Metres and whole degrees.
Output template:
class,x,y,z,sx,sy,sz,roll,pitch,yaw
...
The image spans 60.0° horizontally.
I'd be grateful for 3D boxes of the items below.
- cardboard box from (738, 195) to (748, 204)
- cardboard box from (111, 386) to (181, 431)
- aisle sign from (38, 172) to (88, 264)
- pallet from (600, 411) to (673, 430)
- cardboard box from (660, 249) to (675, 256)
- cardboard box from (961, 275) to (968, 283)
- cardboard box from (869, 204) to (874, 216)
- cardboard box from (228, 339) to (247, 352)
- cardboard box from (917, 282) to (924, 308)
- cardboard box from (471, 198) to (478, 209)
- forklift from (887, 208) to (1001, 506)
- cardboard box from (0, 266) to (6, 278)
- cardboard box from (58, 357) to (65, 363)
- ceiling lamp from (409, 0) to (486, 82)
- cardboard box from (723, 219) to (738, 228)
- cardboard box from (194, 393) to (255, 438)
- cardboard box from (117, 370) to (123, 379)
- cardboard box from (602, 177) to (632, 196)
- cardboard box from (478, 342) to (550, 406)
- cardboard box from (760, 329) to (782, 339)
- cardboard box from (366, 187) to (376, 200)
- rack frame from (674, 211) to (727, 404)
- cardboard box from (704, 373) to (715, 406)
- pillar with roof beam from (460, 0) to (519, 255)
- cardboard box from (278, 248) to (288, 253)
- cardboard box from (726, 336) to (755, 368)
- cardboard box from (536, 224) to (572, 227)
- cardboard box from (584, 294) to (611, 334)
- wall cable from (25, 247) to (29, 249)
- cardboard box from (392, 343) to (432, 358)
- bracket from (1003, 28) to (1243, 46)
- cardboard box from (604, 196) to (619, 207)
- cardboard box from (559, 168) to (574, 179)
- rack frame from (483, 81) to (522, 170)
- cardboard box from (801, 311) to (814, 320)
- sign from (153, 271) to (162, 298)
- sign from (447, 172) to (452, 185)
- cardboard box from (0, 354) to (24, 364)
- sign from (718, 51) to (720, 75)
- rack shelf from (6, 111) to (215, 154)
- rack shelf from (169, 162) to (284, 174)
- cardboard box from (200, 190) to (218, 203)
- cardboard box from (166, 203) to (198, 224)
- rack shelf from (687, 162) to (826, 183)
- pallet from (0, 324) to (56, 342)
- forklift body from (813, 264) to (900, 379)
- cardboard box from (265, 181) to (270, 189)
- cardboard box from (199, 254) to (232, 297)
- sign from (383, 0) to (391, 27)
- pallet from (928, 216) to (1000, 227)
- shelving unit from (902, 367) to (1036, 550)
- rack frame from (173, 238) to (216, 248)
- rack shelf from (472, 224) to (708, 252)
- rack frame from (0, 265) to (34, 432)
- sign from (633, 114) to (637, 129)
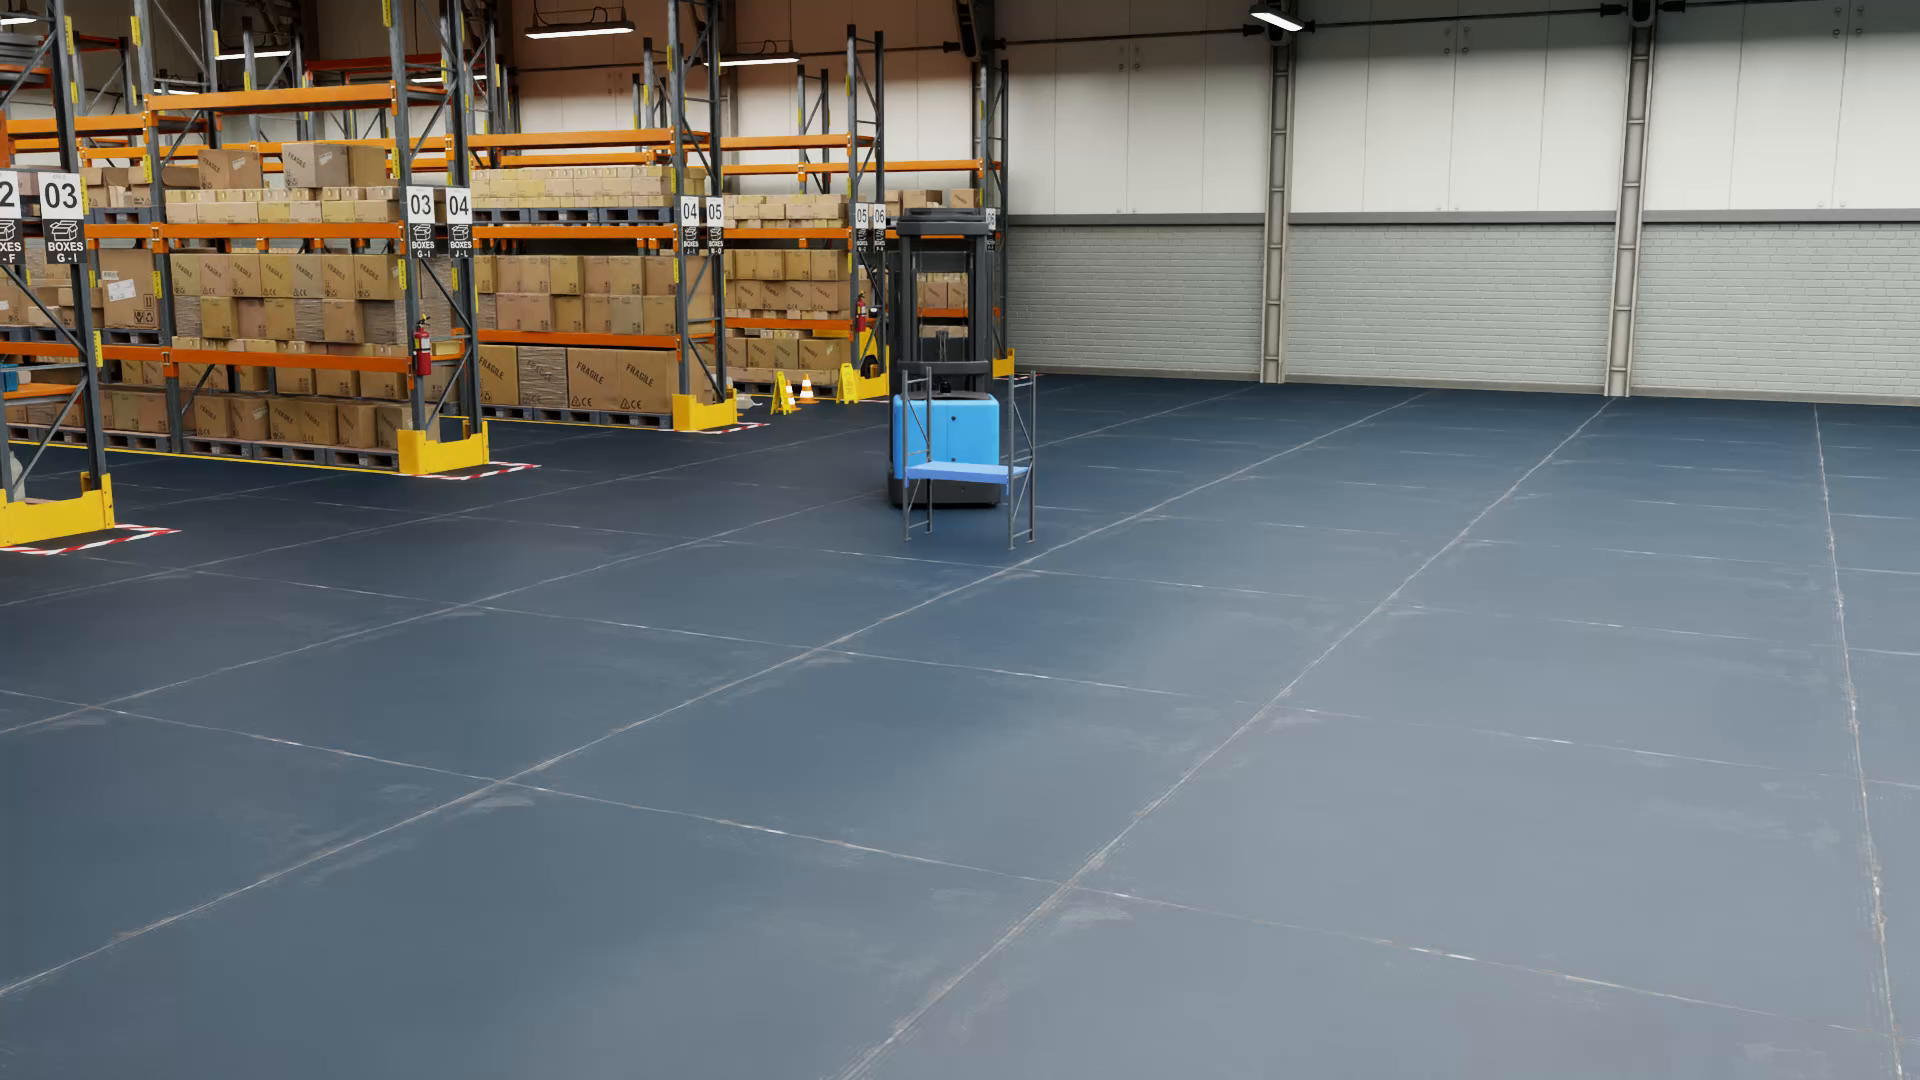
class,x,y,z,sx,sy,sz,roll,pitch,yaw
cardboard box,-3.554,-5.763,28.195,0.250,0.149,0.380,5,12,27
cardboard box,-10.468,-1.701,21.489,0.500,0.500,0.700,5,11,25
aisle sign,-7.918,-2.836,14.678,0.004,0.787,0.394,5,11,26
pallet,-4.387,-1.769,23.914,1.213,0.211,1.003,5,11,26
cardboard box,-4.824,-4.823,29.033,0.500,0.500,0.700,5,11,25
cardboard box,0.222,-5.034,32.017,0.250,0.149,0.380,5,11,27
cardboard box,-1.733,-6.498,32.706,0.258,0.266,0.396,5,11,24
cardboard box,-8.559,-2.352,20.008,0.250,0.149,0.380,5,11,26
cardboard box,-0.821,-4.811,32.611,0.500,0.500,0.500,5,11,25
cardboard box,-7.047,-4.931,24.378,0.250,0.149,0.380,5,11,25
forklift,-0.214,-2.001,17.559,1.130,2.935,3.031,-1,10,-4
cardboard box,-16.787,-4.878,29.338,0.500,0.500,0.500,5,11,25
cardboard box,-15.502,-3.185,29.060,0.250,0.149,0.380,5,12,28
ceiling lamp,-10.325,-11.035,34.046,2.000,3.185,0.800,5,11,26
cardboard box,-3.835,-5.378,28.304,0.250,0.149,0.380,5,11,25
cardboard box,-9.167,-1.561,20.771,0.500,0.500,0.500,5,11,24
cardboard box,-14.581,-2.920,29.270,0.250,0.149,0.380,4,11,23
cardboard box,-4.646,-4.929,23.245,0.500,0.250,0.500,5,11,26
cardboard box,-6.690,-2.507,24.944,0.875,0.875,0.875,5,11,27
cardboard box,-3.188,-3.512,28.329,0.250,0.149,0.380,6,12,28
cardboard box,-6.489,-3.916,18.826,0.250,0.149,0.380,5,11,24
rack frame,-3.636,-3.091,23.386,0.127,3.000,1.000,5,11,26
cardboard box,-4.231,-2.395,26.551,0.637,0.503,0.797,-2,11,-14
pillar with roof beam,-12.235,-8.091,34.170,0.548,9.000,9.100,5,11,26
cardboard box,-13.357,-5.745,33.143,0.250,0.149,0.380,5,11,25
cardboard box,-3.764,-3.256,28.736,0.500,0.500,0.500,6,12,29
cardboard box,-7.330,-5.931,30.366,0.637,0.503,0.797,5,11,26
cardboard box,-4.938,-3.291,24.069,0.550,0.550,0.875,5,11,26
wall cable,-20.951,-6.106,37.106,0.123,1.953,0.585,5,11,26
cardboard box,-6.268,-2.173,19.018,0.250,0.149,0.380,5,11,26
bracket,2.972,-9.311,30.801,4.783,0.066,0.076,5,11,26
cardboard box,-4.766,-4.731,23.273,0.250,0.149,0.380,5,11,26
cardboard box,-5.456,-5.184,23.535,0.250,0.149,0.380,5,11,26
rack frame,-10.104,-8.580,36.871,0.127,3.000,1.000,5,11,26
cardboard box,-2.463,-3.787,27.938,0.250,0.149,0.380,5,11,25
sign,-9.750,-3.103,20.200,0.005,0.325,0.100,5,11,26
sign,-7.454,-5.204,24.304,0.005,0.325,0.100,5,11,26
cardboard box,-13.705,-2.156,23.007,0.875,0.875,1.225,4,11,23
sign,-3.384,-6.669,23.242,0.005,0.325,0.100,5,11,26
rack shelf,-11.301,-5.181,21.231,4.000,0.370,1.077,5,11,26
rack shelf,-14.091,-7.394,33.459,4.000,0.370,1.077,5,11,26
cardboard box,-8.849,-4.111,19.899,0.250,0.149,0.380,5,11,26
cardboard box,-9.218,-3.948,20.119,0.500,0.250,0.500,5,11,24
rack shelf,-4.724,-7.557,34.358,4.000,0.370,1.077,5,11,26
pallet,-12.409,-2.804,22.337,1.003,0.211,1.213,5,11,26
forklift body,-1.851,-4.123,31.472,1.214,2.155,2.313,5,11,26
cardboard box,-11.513,-5.740,27.169,0.258,0.266,0.396,5,11,26
cardboard box,-8.768,-3.194,20.034,0.500,0.500,0.500,5,11,26
sign,-6.185,-5.709,17.941,0.005,0.325,0.100,5,11,26
pallet,0.034,-6.175,32.252,1.213,0.211,1.003,5,11,26
shelving unit,0.077,-0.731,14.560,1.048,1.500,0.538,5,11,26
rack frame,-15.884,-5.150,34.765,0.127,3.000,1.000,5,11,26
rack shelf,-5.429,-4.371,24.054,4.000,0.370,1.077,5,11,26
rack frame,-13.095,-2.937,22.537,0.127,3.000,1.000,5,11,26
sign,-6.749,-8.676,34.556,0.005,0.325,0.100,5,11,26
